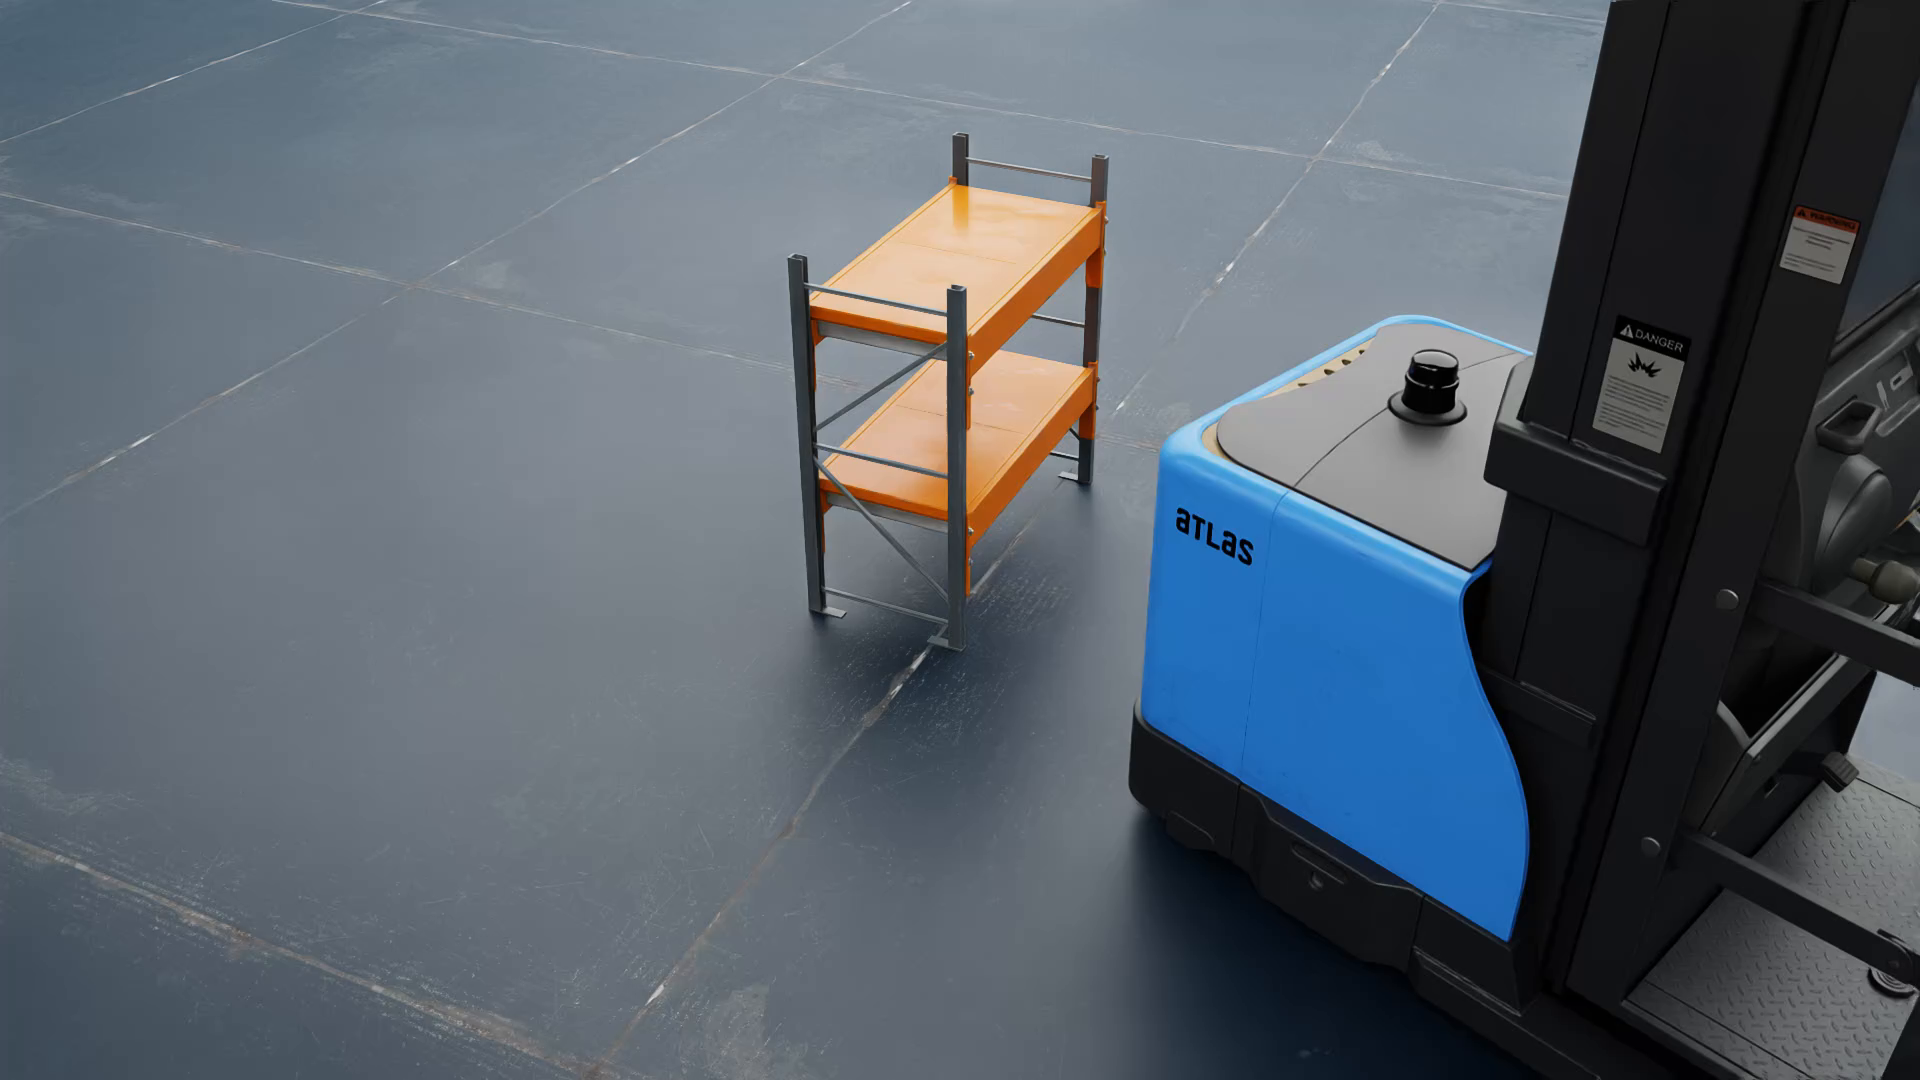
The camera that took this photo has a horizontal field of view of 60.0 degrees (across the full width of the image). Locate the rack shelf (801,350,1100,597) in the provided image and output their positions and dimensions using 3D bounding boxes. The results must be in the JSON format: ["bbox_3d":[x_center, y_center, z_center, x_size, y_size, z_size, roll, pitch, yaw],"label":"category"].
[{"bbox_3d":[-0.003,-0.263,5.070,0.538,0.278,1.000,14,36,20],"label":"rack shelf"}]

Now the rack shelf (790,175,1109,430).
[{"bbox_3d":[-0.003,-0.712,4.776,0.538,0.278,1.000,14,36,20],"label":"rack shelf"}]

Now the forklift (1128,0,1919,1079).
[{"bbox_3d":[1.808,-0.153,2.810,1.130,2.935,3.031,-28,42,-36],"label":"forklift"}]

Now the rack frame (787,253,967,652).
[{"bbox_3d":[-0.216,-0.214,4.550,0.500,1.125,0.032,14,36,20],"label":"rack frame"}]

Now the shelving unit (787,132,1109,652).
[{"bbox_3d":[-0.003,-0.467,4.936,0.538,1.125,1.048,14,36,20],"label":"shelving unit"}]

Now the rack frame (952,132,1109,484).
[{"bbox_3d":[0.210,-0.720,5.323,0.500,1.125,0.032,14,36,20],"label":"rack frame"}]
